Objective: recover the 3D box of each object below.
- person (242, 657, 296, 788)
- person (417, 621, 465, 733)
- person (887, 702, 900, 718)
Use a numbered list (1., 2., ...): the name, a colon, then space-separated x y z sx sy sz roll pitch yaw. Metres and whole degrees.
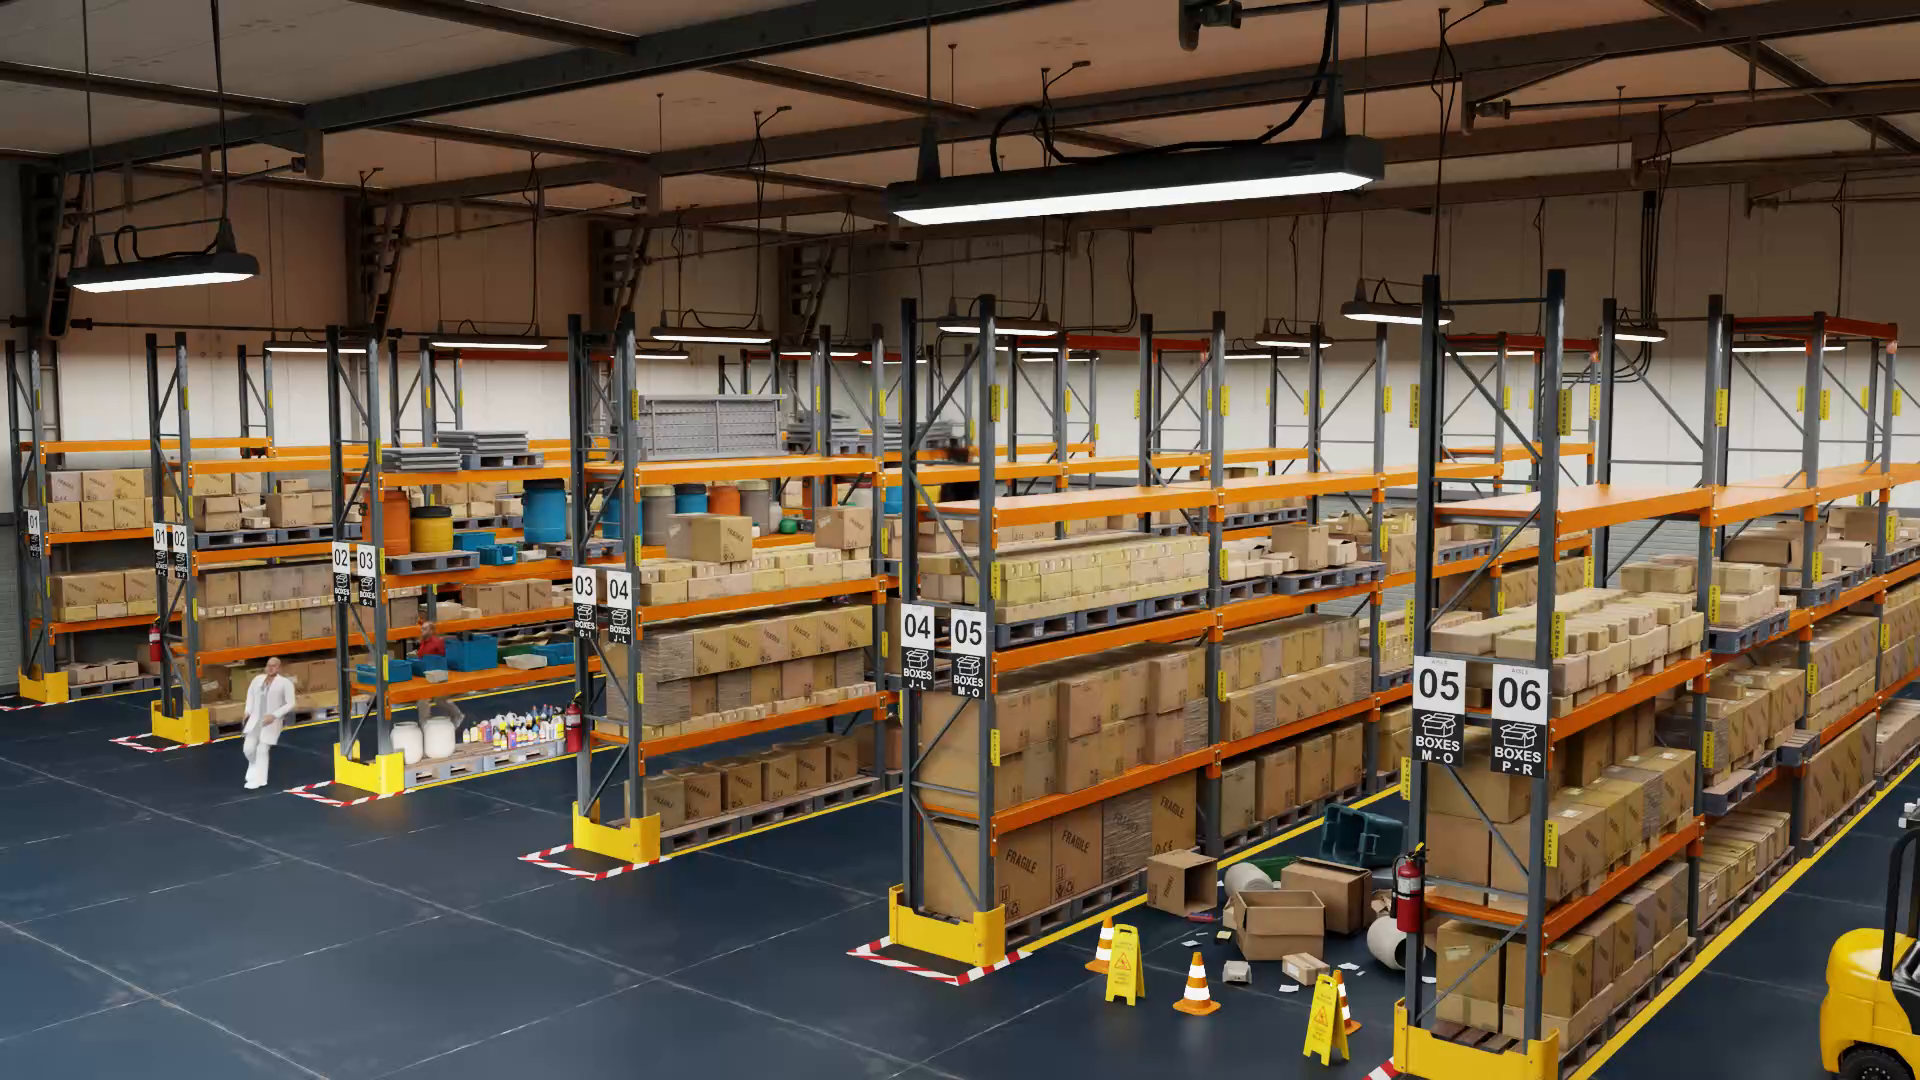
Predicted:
1. person: -8.980 2.374 21.544 0.726 1.700 0.591 0 5 2
2. person: -7.780 2.077 24.785 0.657 1.760 0.870 3 6 31
3. person: -0.907 1.855 24.735 0.539 1.599 0.723 3 6 33
